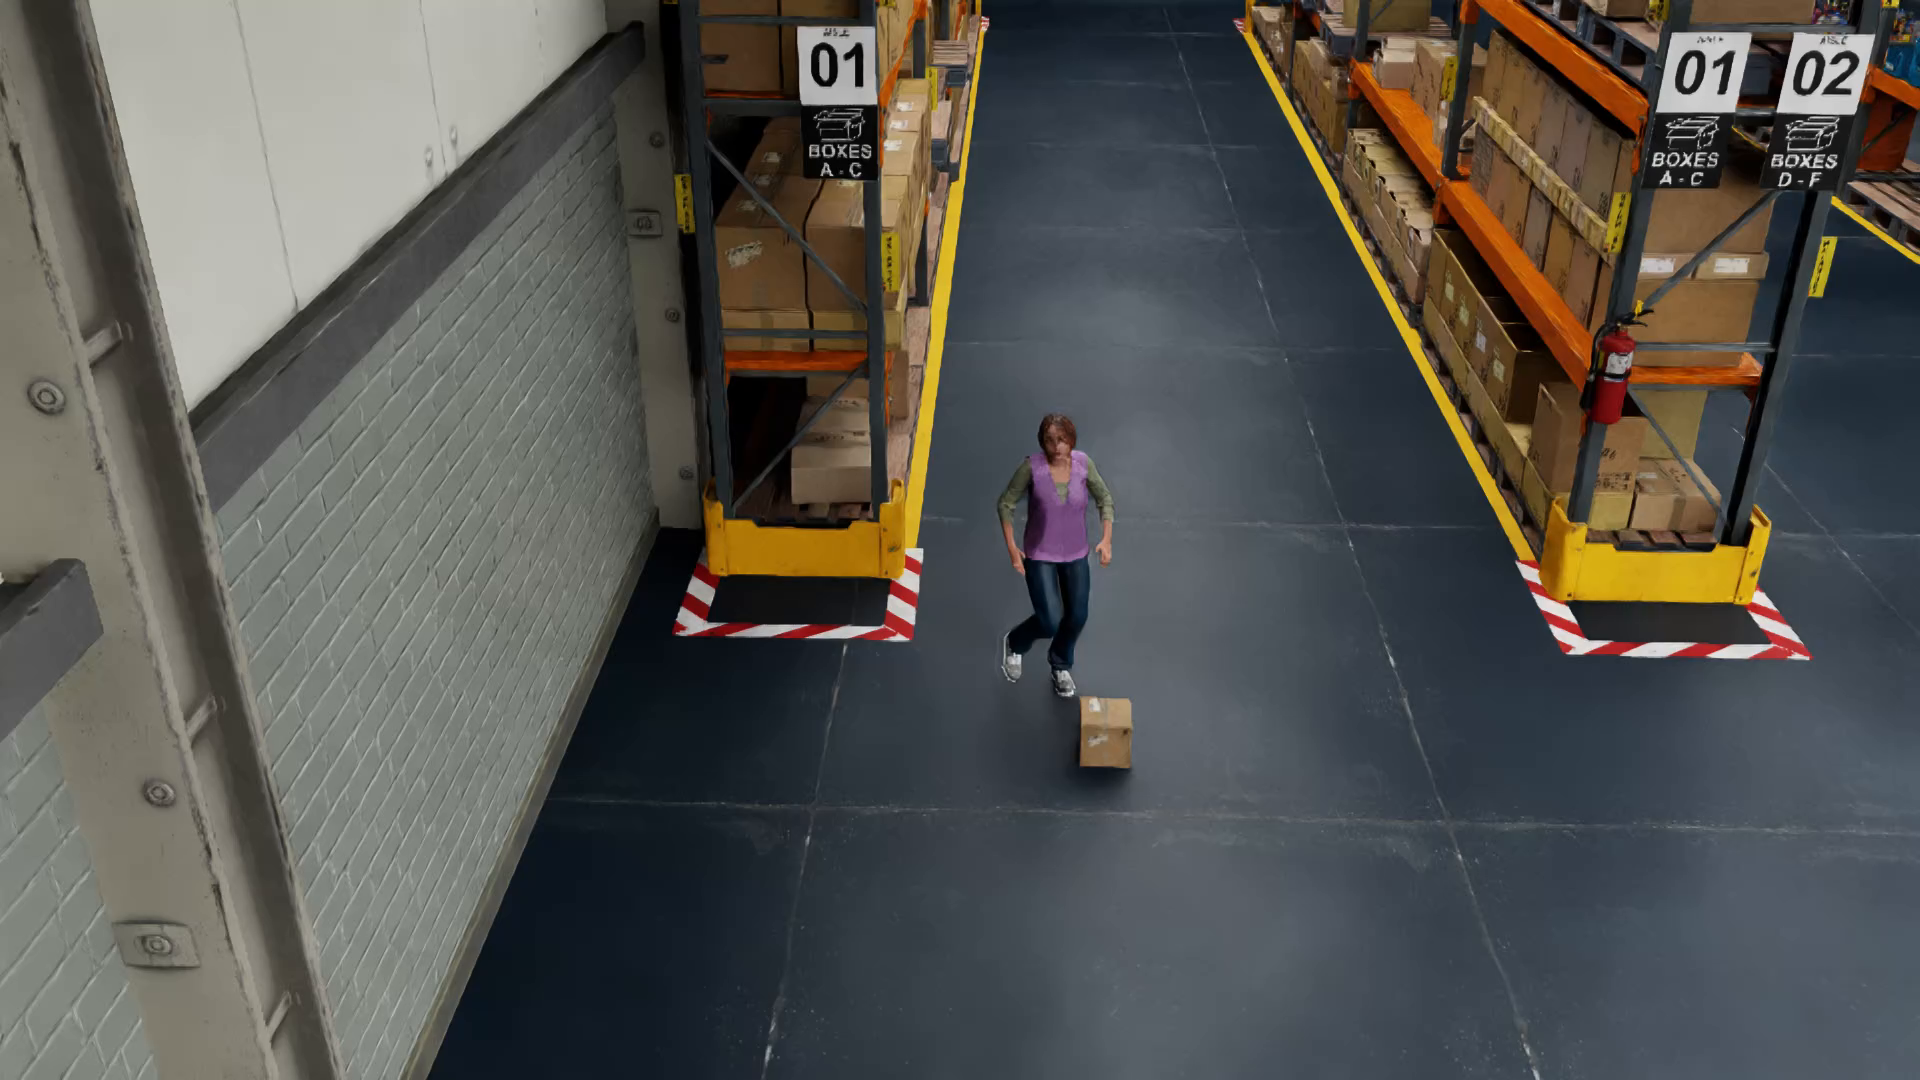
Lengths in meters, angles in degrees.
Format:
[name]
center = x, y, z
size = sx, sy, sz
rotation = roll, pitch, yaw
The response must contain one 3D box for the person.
[person]
center = 0.521, 0.091, 8.500
size = 0.585, 1.567, 0.439
rotation = -10, 30, -17
